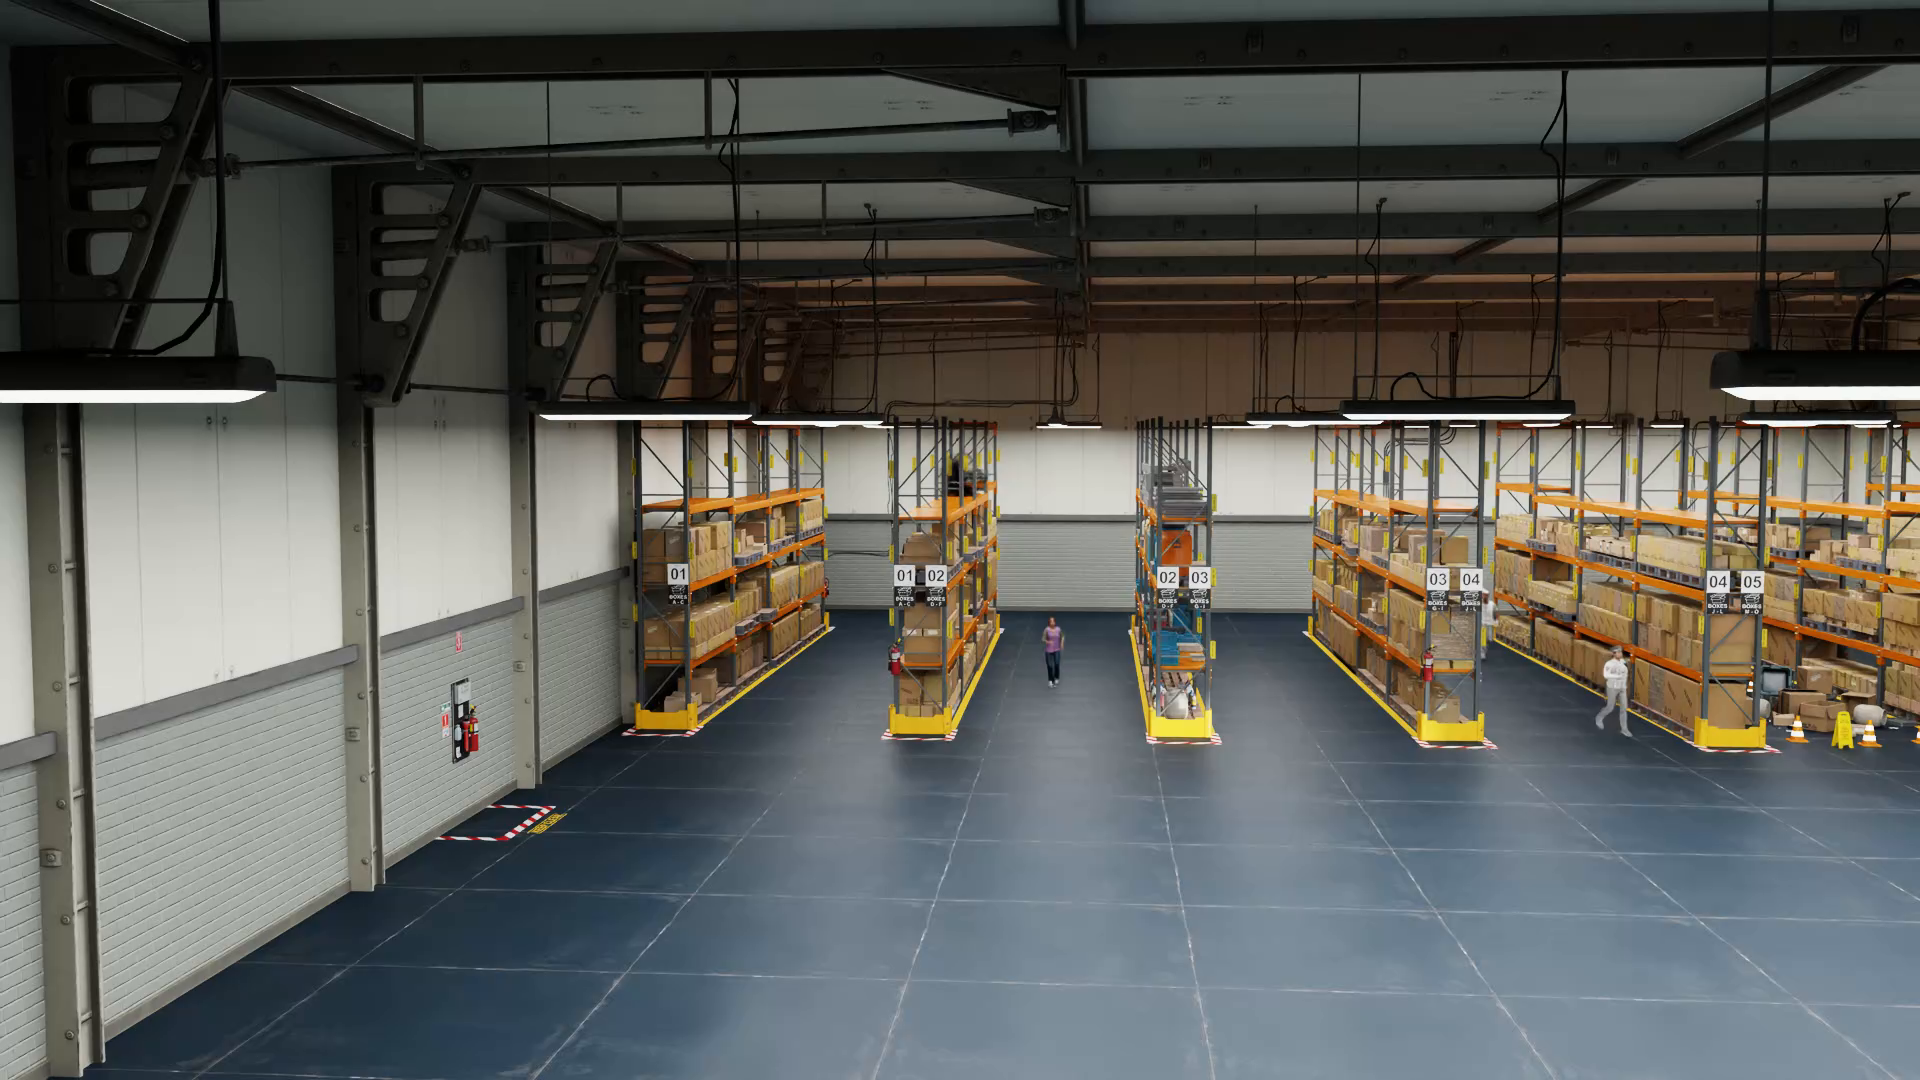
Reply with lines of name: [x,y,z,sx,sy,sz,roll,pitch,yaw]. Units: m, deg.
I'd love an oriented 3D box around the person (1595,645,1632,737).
person: [12.356,2.805,31.346,0.644,1.685,0.907,-1,4,-20]

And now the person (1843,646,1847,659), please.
person: [21.710,2.256,40.836,0.615,1.602,0.708,0,4,3]

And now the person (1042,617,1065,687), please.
person: [2.083,2.609,37.095,0.510,1.357,0.644,0,4,2]

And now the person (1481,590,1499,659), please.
person: [13.215,2.116,41.932,0.728,1.736,0.631,0,4,5]
